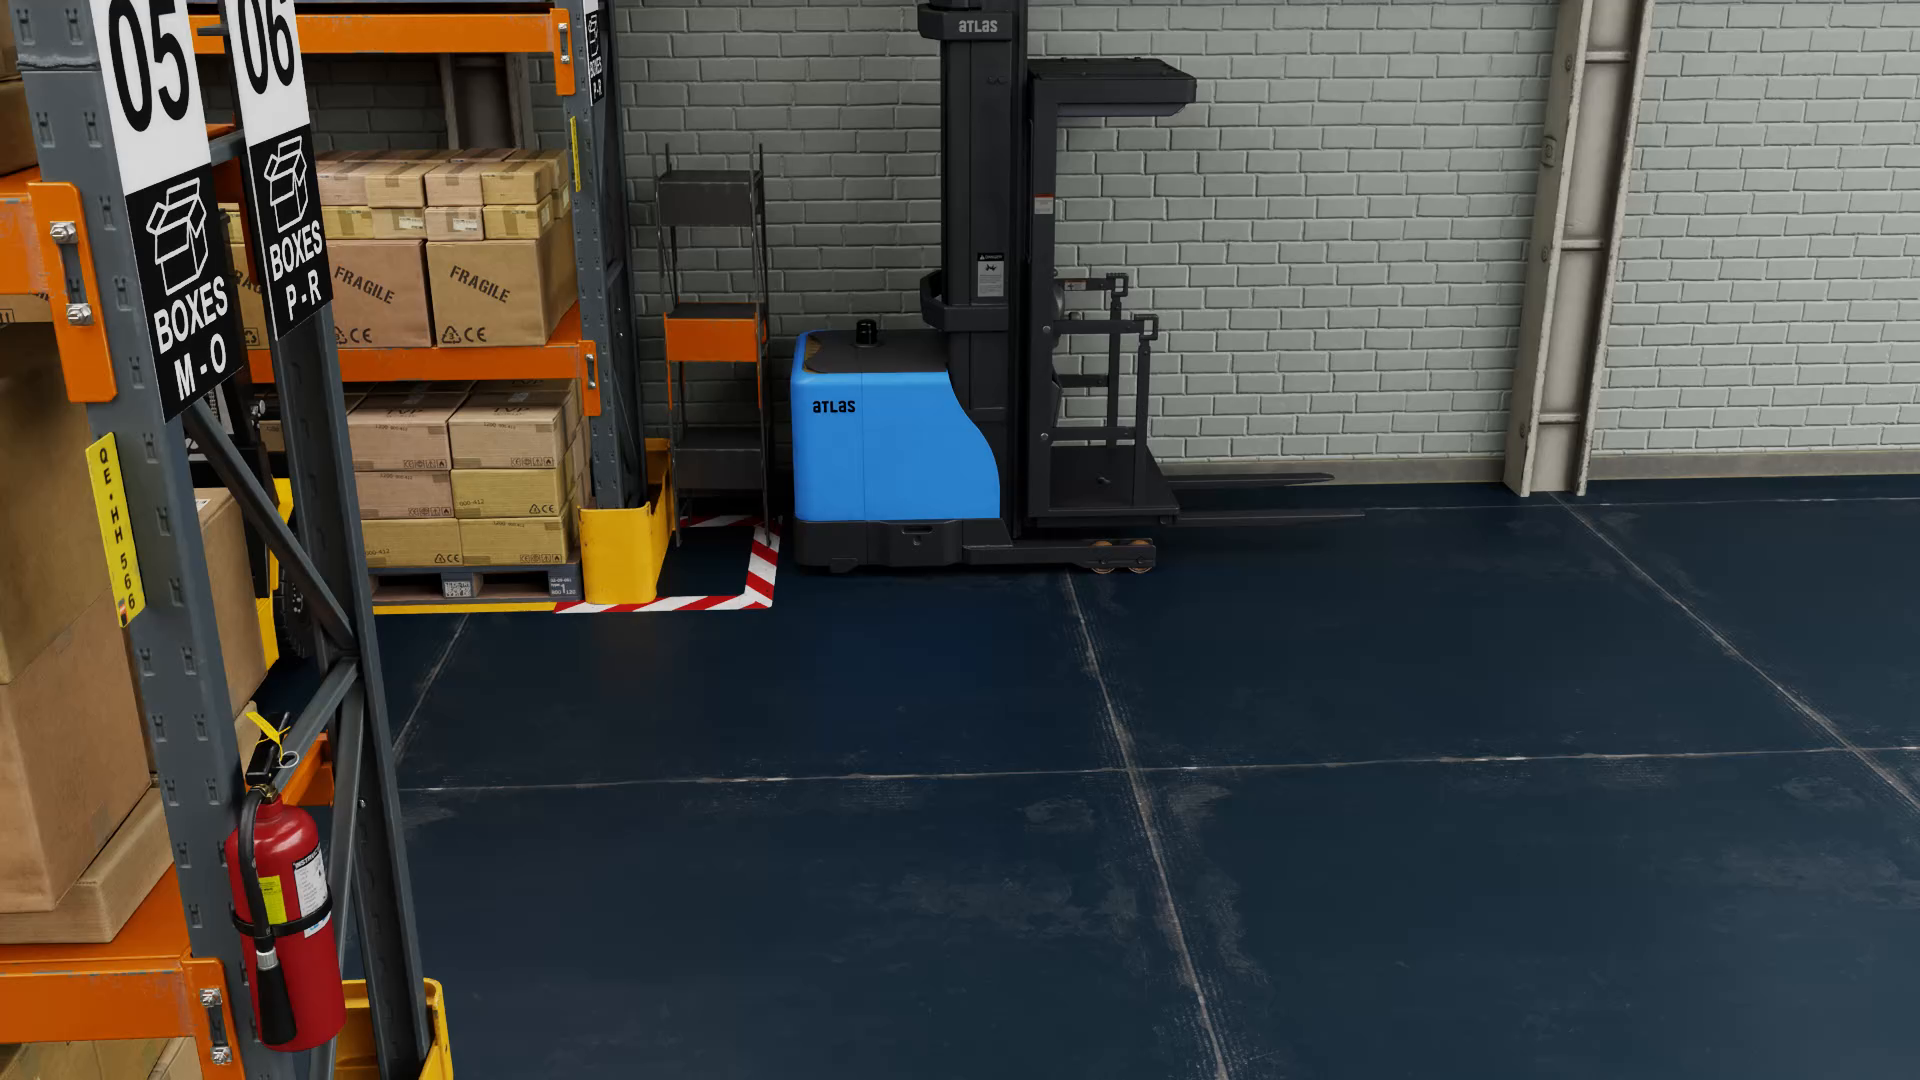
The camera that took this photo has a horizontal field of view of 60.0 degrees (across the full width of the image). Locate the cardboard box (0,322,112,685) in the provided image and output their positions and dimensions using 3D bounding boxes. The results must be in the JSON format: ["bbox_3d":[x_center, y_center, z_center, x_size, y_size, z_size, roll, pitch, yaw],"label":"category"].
[{"bbox_3d":[-1.968,-0.090,3.178,0.500,0.500,0.700,-2,21,-4],"label":"cardboard box"}]

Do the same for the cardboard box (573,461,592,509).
[{"bbox_3d":[-2.259,-0.259,8.859,0.500,0.250,0.500,-1,21,-3],"label":"cardboard box"}]

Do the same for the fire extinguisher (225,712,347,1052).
[{"bbox_3d":[-1.330,0.673,3.247,0.183,0.674,0.296,-1,21,-3],"label":"fire extinguisher"}]

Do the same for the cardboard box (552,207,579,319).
[{"bbox_3d":[-2.268,-1.423,8.503,0.500,0.500,0.500,0,21,-1],"label":"cardboard box"}]

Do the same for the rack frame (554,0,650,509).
[{"bbox_3d":[-1.758,-1.288,8.288,0.127,3.000,1.000,-1,21,-3],"label":"rack frame"}]

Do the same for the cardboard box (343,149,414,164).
[{"bbox_3d":[-2.879,-1.843,8.275,0.250,0.149,0.380,-1,21,-3],"label":"cardboard box"}]

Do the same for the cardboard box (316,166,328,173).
[{"bbox_3d":[-3.114,-1.640,7.744,0.250,0.149,0.380,-1,21,-2],"label":"cardboard box"}]

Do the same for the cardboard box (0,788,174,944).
[{"bbox_3d":[-1.832,0.676,3.483,0.250,0.149,0.380,0,21,-1],"label":"cardboard box"}]

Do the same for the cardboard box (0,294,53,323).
[{"bbox_3d":[-4.269,-1.197,7.909,0.500,0.500,0.500,-1,21,-4],"label":"cardboard box"}]

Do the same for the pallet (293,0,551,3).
[{"bbox_3d":[-2.465,-2.643,7.757,1.213,0.211,1.003,-1,21,-3],"label":"pallet"}]

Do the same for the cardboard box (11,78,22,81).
[{"bbox_3d":[-1.820,-0.918,3.454,0.250,0.149,0.380,-1,21,-3],"label":"cardboard box"}]

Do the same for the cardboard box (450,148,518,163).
[{"bbox_3d":[-2.374,-1.863,8.328,0.250,0.149,0.380,0,21,-1],"label":"cardboard box"}]

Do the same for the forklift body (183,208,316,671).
[{"bbox_3d":[-3.547,-0.205,6.636,1.214,2.155,2.313,-1,21,-3],"label":"forklift body"}]

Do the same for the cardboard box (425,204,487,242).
[{"bbox_3d":[-2.341,-1.516,7.834,0.250,0.149,0.380,-1,21,-2],"label":"cardboard box"}]

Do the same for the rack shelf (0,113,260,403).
[{"bbox_3d":[-3.467,-0.550,3.145,4.000,0.370,1.077,-1,21,-3],"label":"rack shelf"}]

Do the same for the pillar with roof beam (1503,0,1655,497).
[{"bbox_3d":[3.732,-2.990,4.328,0.400,9.000,9.100,-1,21,-3],"label":"pillar with roof beam"}]

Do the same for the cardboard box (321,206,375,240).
[{"bbox_3d":[-2.852,-1.531,7.875,0.250,0.149,0.380,-1,21,-3],"label":"cardboard box"}]

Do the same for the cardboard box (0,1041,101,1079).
[{"bbox_3d":[-2.255,1.322,3.652,0.500,0.500,0.500,-1,21,-3],"label":"cardboard box"}]

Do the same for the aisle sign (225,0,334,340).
[{"bbox_3d":[-1.426,-0.851,3.487,0.004,0.787,0.394,-1,21,-3],"label":"aisle sign"}]

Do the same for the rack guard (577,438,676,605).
[{"bbox_3d":[-1.734,-0.120,8.735,0.348,0.500,1.175,-1,21,-3],"label":"rack guard"}]

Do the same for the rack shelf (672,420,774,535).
[{"bbox_3d":[-1.280,-0.344,9.078,0.480,0.518,0.431,0,21,1],"label":"rack shelf"}]

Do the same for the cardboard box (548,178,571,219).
[{"bbox_3d":[-2.111,-1.723,8.379,0.250,0.149,0.380,-2,21,-4],"label":"cardboard box"}]

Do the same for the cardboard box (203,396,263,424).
[{"bbox_3d":[-3.718,-0.513,8.121,0.500,0.250,0.500,-2,21,-4],"label":"cardboard box"}]

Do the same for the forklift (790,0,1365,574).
[{"bbox_3d":[0.627,-1.382,8.632,3.031,2.935,1.130,-1,21,-3],"label":"forklift"}]

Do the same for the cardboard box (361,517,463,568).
[{"bbox_3d":[-2.706,-0.071,8.365,0.500,0.250,0.500,-1,21,-3],"label":"cardboard box"}]

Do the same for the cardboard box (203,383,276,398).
[{"bbox_3d":[-3.759,-0.698,8.608,0.500,0.250,0.500,-2,21,-4],"label":"cardboard box"}]

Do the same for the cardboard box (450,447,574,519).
[{"bbox_3d":[-2.226,-0.312,8.296,0.500,0.250,0.500,-1,21,-4],"label":"cardboard box"}]

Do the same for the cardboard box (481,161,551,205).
[{"bbox_3d":[-2.103,-1.695,7.887,0.250,0.149,0.380,-1,21,-3],"label":"cardboard box"}]

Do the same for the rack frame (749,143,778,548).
[{"bbox_3d":[-1.036,-1.009,8.819,0.015,2.100,0.400,0,21,1],"label":"rack frame"}]

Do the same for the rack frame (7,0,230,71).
[{"bbox_3d":[-1.470,-2.329,2.590,0.127,3.000,1.000,-1,21,-3],"label":"rack frame"}]

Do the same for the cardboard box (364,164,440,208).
[{"bbox_3d":[-2.607,-1.664,7.805,0.250,0.149,0.380,-1,21,-2],"label":"cardboard box"}]

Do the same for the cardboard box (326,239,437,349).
[{"bbox_3d":[-2.752,-1.224,7.980,0.500,0.500,0.500,-1,21,-1],"label":"cardboard box"}]

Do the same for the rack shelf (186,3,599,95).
[{"bbox_3d":[-3.754,-2.313,7.776,4.000,0.370,1.077,-1,21,-3],"label":"rack shelf"}]

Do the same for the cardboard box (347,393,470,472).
[{"bbox_3d":[-2.709,-0.534,8.177,0.500,0.250,0.500,-1,21,-2],"label":"cardboard box"}]

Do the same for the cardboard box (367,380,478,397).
[{"bbox_3d":[-2.747,-0.713,8.646,0.500,0.250,0.500,-1,21,-3],"label":"cardboard box"}]

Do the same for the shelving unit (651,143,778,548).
[{"bbox_3d":[-1.280,-1.011,8.825,0.503,2.100,0.431,0,21,1],"label":"shelving unit"}]

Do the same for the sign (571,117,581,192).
[{"bbox_3d":[-1.740,-1.747,7.533,0.005,0.325,0.100,-1,21,-3],"label":"sign"}]

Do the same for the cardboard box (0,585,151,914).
[{"bbox_3d":[-1.997,0.398,3.301,0.500,0.500,0.500,-2,21,-4],"label":"cardboard box"}]
